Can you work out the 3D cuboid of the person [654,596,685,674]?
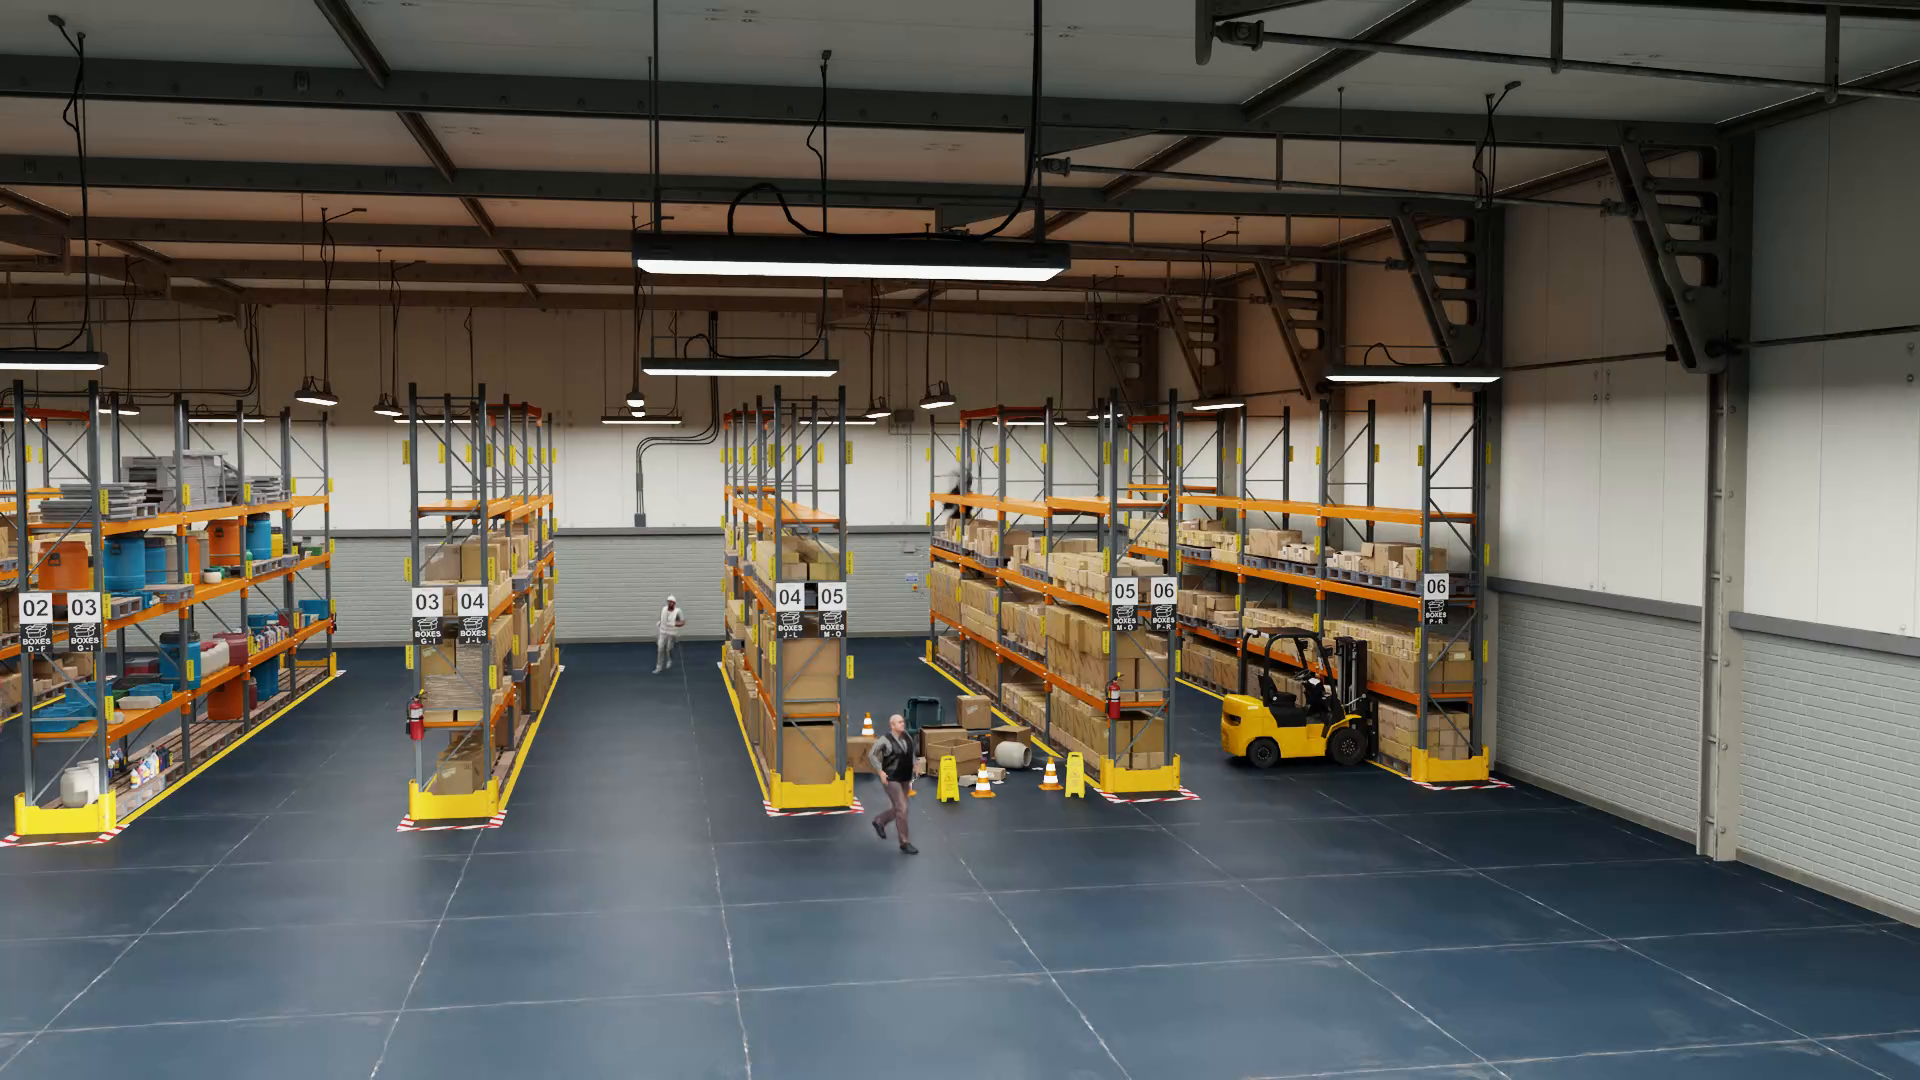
[{"bbox_3d":[-6.706,2.184,38.566,0.704,1.783,0.921,1,3,12],"label":"person"}]

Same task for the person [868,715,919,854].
[{"bbox_3d":[-0.828,3.080,21.180,0.862,1.731,0.668,3,4,42],"label":"person"}]
